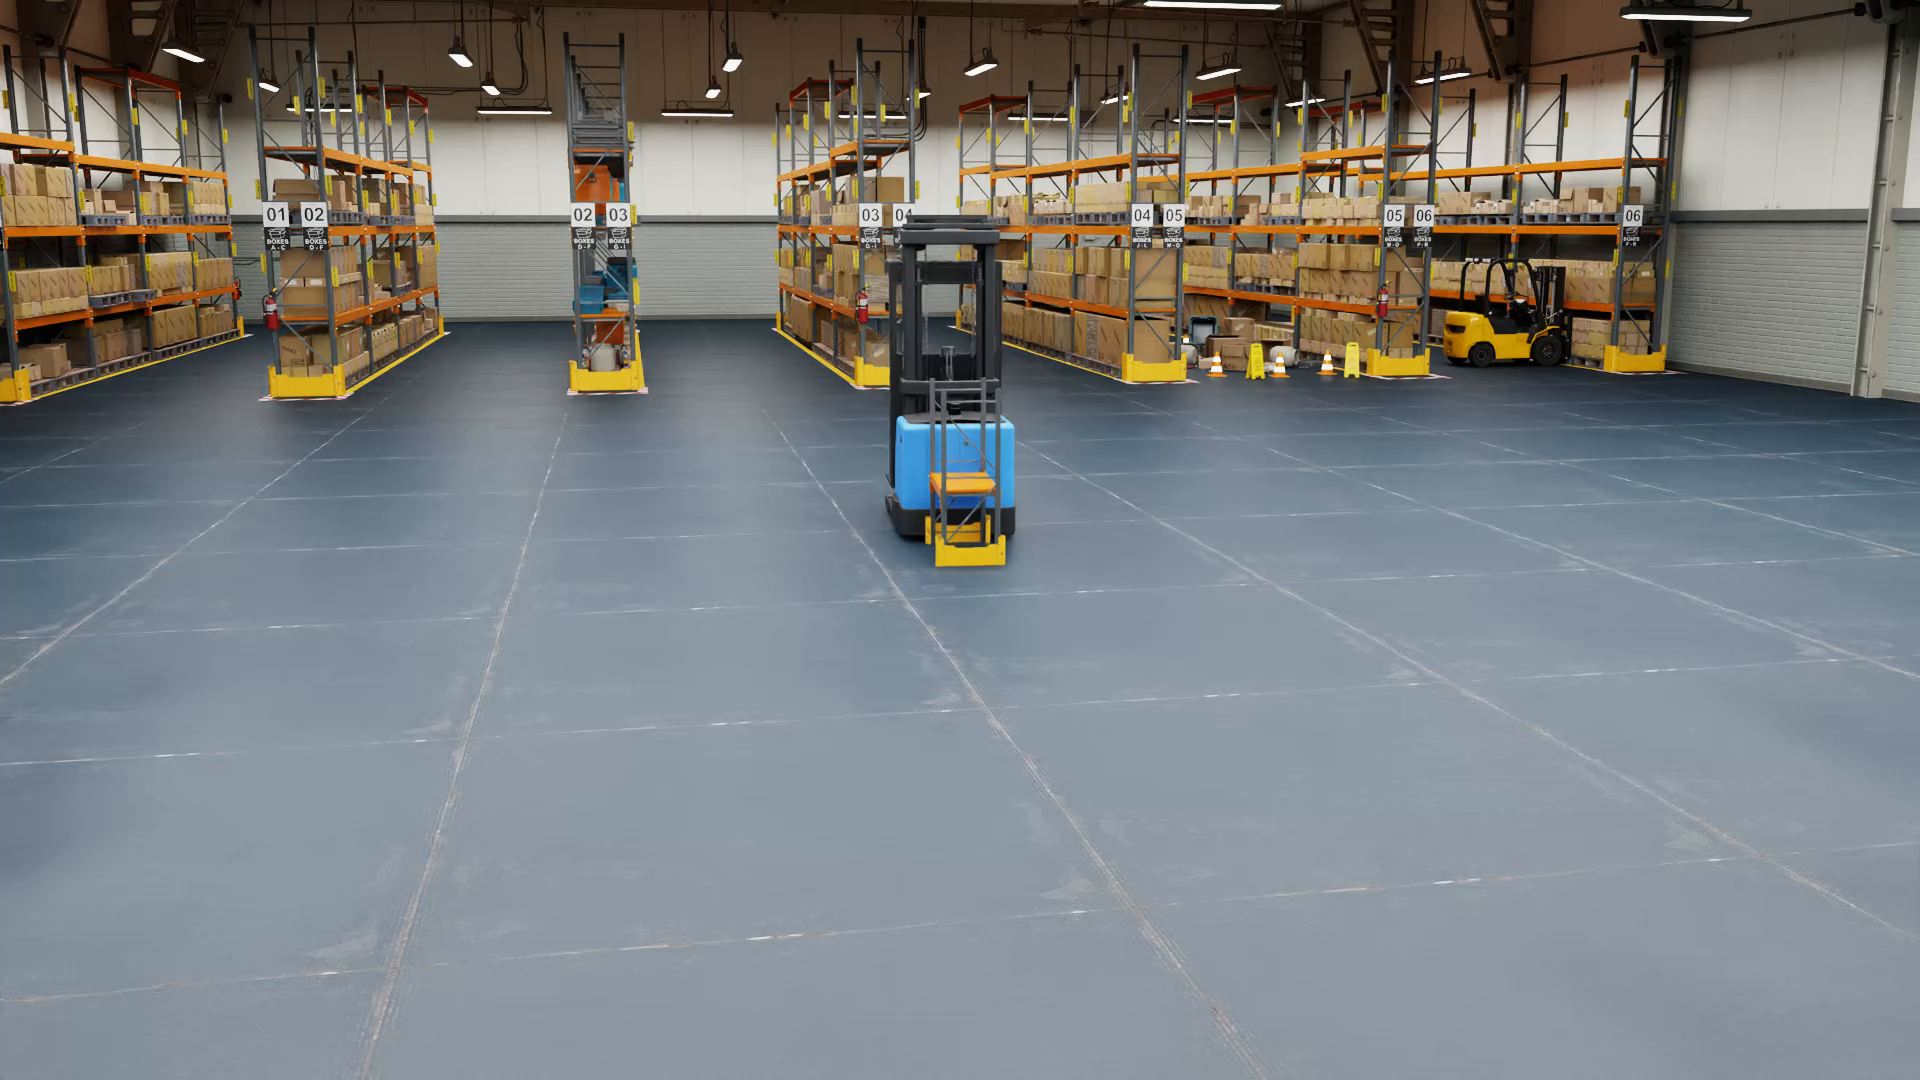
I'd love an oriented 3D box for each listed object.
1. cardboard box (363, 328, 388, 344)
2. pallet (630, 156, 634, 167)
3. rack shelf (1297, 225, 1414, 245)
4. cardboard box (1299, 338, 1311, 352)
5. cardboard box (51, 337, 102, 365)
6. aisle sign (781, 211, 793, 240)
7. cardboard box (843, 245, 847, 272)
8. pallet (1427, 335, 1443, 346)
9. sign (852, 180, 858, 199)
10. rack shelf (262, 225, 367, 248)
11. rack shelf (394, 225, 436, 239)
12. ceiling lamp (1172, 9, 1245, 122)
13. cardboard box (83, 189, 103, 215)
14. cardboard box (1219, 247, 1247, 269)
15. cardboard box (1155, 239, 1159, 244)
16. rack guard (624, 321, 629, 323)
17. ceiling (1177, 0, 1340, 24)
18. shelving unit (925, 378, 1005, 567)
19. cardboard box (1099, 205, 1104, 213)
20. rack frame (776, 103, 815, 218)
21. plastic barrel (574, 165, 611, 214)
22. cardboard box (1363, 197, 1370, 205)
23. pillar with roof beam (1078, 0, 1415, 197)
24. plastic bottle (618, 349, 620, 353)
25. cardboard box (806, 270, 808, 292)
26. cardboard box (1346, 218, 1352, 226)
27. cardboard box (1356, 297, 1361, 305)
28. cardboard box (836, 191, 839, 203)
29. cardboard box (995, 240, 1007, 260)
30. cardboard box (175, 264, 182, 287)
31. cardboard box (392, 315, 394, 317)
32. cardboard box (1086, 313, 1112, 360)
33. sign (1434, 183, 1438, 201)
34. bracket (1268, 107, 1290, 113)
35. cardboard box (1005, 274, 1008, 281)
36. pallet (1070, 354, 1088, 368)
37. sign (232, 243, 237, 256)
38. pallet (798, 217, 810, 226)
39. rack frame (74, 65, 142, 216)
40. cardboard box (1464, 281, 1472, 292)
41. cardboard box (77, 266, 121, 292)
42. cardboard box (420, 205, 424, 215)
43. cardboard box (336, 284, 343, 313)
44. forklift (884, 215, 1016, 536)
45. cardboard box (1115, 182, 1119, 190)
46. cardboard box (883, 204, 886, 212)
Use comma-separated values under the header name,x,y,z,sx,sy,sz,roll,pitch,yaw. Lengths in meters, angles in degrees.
name,x,y,z,sx,sy,sz,roll,pitch,yaw
cardboard box,-11.926,-4.152,33.774,0.500,0.311,0.500,-2,11,-9
pallet,-7.818,-8.359,36.674,1.213,0.211,1.003,-2,11,-11
rack shelf,8.038,-6.128,33.323,1.077,0.370,4.000,-2,11,-11
cardboard box,7.499,-4.112,35.062,0.500,0.250,0.500,-3,11,-14
cardboard box,-16.807,-3.596,31.630,0.700,0.500,0.500,-2,11,-9
aisle sign,-4.714,-8.494,44.903,0.394,0.787,0.004,-2,11,-11
cardboard box,-1.930,-5.334,31.515,0.500,0.500,0.500,-2,11,-11
pallet,11.861,-4.767,39.730,1.003,0.211,1.213,-2,11,-11
sign,-1.842,-6.172,29.266,0.100,0.325,0.005,-2,11,-11
rack shelf,-11.401,-5.408,29.541,1.077,0.370,4.000,-2,11,-11
rack shelf,-13.734,-7.609,41.104,1.077,0.370,4.000,-2,11,-11
ceiling lamp,7.378,-13.978,49.010,2.000,3.185,0.800,-2,11,-11
cardboard box,-16.916,-6.532,32.133,0.500,0.500,0.500,-3,11,-13
cardboard box,6.514,-6.734,39.664,0.500,0.500,0.500,-2,11,-13
cardboard box,5.472,-8.027,44.723,0.380,0.149,0.250,-2,11,-11
rack guard,-9.281,-5.811,44.442,1.175,0.500,0.348,-2,11,-11
ceiling,10.234,-15.640,49.287,6.000,0.001,6.000,-2,11,-11
shelving unit,0.036,-0.613,14.461,0.587,1.500,1.083,-1,11,-6
cardboard box,2.898,-6.376,31.986,0.380,0.149,0.250,-2,11,-10
rack frame,-4.406,-10.162,44.573,1.000,3.000,0.127,-2,11,-11
plastic barrel,-6.371,-6.076,28.854,0.600,0.830,0.708,-2,11,-11
cardboard box,7.992,-6.529,32.046,0.380,0.149,0.250,-2,11,-12
pillar with roof beam,7.487,-9.974,43.584,9.100,9.000,0.548,-2,11,-11
plastic bottle,-6.517,-3.505,31.731,0.061,0.283,0.133,-2,11,-11
cardboard box,-3.280,-5.970,38.325,0.500,0.500,0.500,-2,11,-12
cardboard box,7.862,-6.282,32.882,0.380,0.149,0.250,-2,11,-13
cardboard box,7.958,-4.668,32.426,0.380,0.149,0.250,-2,11,-12
cardboard box,-2.250,-7.007,34.621,0.797,0.503,0.637,-2,11,-9
cardboard box,0.901,-7.406,42.400,0.500,0.500,0.500,-3,11,-13
cardboard box,-17.669,-5.885,37.029,0.500,0.500,0.500,-2,11,-11
cardboard box,-13.490,-5.012,39.070,0.500,0.500,0.500,-3,11,-14
cardboard box,3.046,-4.055,33.093,0.875,0.875,0.875,-2,11,-11
sign,8.959,-6.563,31.351,0.100,0.325,0.005,-2,11,-11
bracket,9.571,-13.575,52.876,0.076,0.066,5.218,-2,11,-11
cardboard box,1.293,-6.254,39.634,0.380,0.149,0.250,-3,11,-14
pallet,2.884,-3.664,33.934,1.003,0.211,1.213,-2,11,-11
sign,-18.447,-7.377,42.254,0.100,0.325,0.005,-2,11,-11
pallet,-3.247,-7.449,38.849,1.003,0.211,1.213,-2,11,-8
rack frame,-17.426,-8.154,34.025,1.000,3.000,0.127,-2,11,-11
cardboard box,11.885,-5.843,38.329,0.500,0.250,0.500,-2,11,-9
cardboard box,-17.061,-5.159,32.888,0.700,0.500,0.500,-2,11,-11
cardboard box,-13.381,-8.049,40.559,0.500,0.250,0.500,-2,11,-11
cardboard box,-11.288,-4.243,29.255,0.700,0.500,0.500,-2,11,-11
forklift,-0.166,-1.699,16.339,1.130,2.935,3.031,-1,11,-6
cardboard box,3.096,-6.582,30.934,0.380,0.149,0.250,-2,11,-10
cardboard box,-1.246,-6.028,30.210,0.380,0.149,0.250,-2,11,-12
